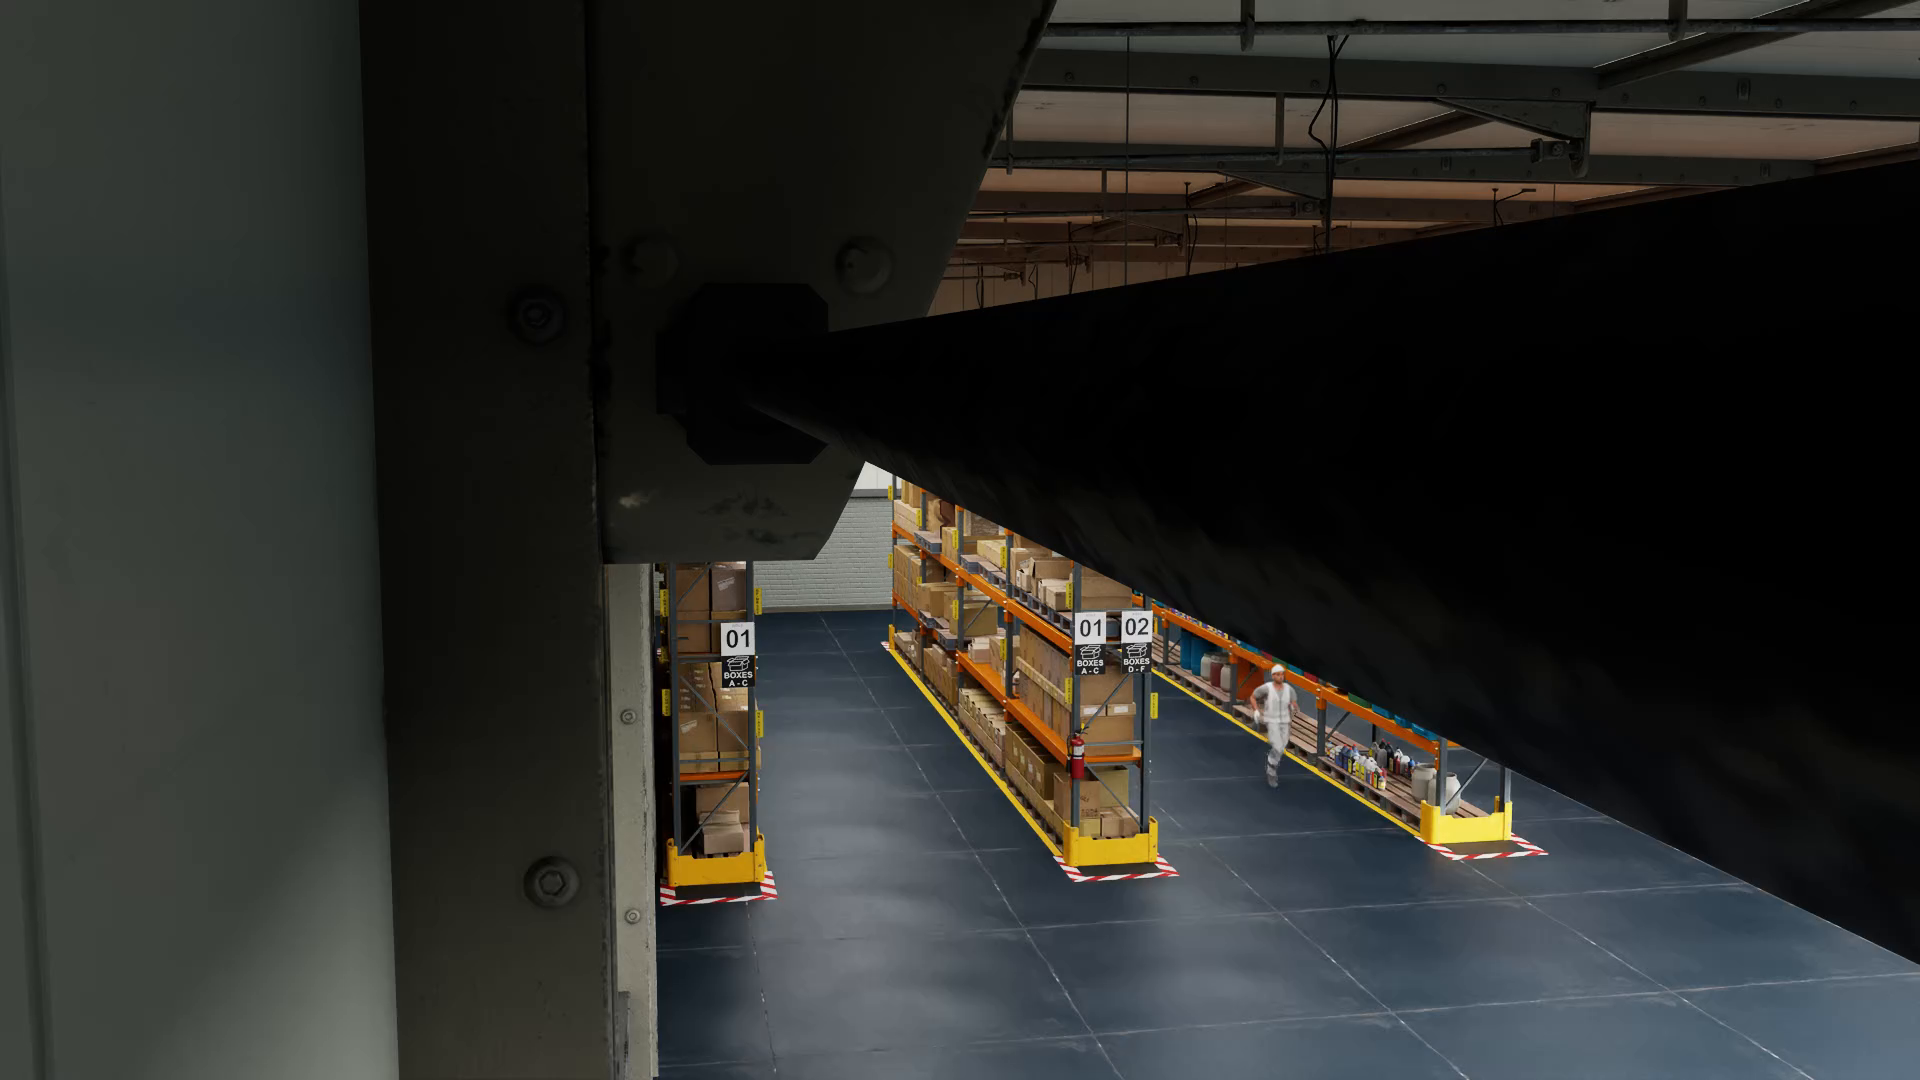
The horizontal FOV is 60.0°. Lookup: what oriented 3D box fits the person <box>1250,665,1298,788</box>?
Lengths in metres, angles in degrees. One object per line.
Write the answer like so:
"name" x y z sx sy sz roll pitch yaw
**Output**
"person" 4.724 2.767 24.794 0.644 1.824 0.743 -2 6 -17
